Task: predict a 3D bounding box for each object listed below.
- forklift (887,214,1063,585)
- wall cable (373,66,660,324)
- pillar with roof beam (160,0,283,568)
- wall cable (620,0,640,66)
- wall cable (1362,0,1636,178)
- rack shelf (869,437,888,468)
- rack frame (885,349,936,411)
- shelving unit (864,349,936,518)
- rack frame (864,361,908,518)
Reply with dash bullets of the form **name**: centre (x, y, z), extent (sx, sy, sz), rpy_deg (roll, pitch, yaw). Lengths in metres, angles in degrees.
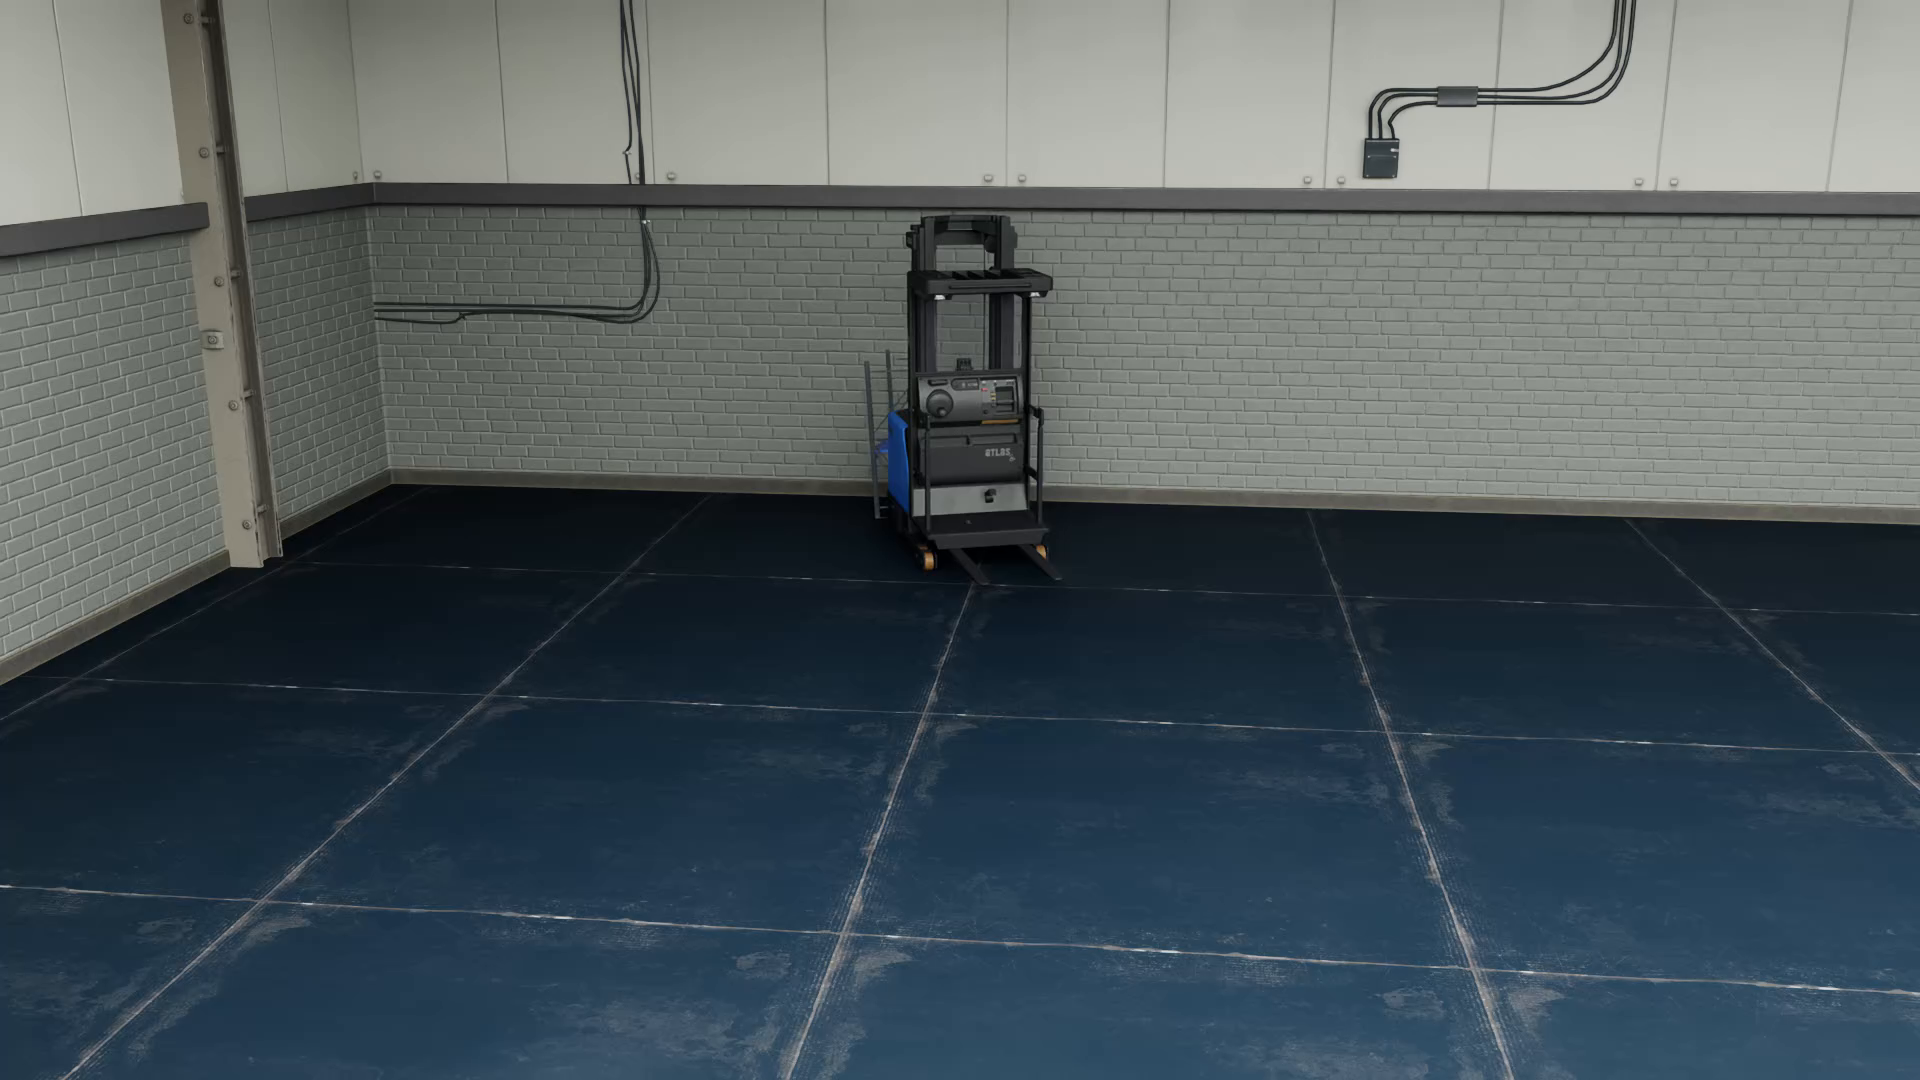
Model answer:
- **forklift**: centre (0.144, -1.256, 14.280), extent (1.130, 2.935, 3.031), rpy_deg (-4, 16, -13)
- **wall cable**: centre (-4.527, -3.387, 16.486), extent (3.097, 2.526, 0.112), rpy_deg (2, 15, 6)
- **pillar with roof beam**: centre (-1.896, -4.034, 12.930), extent (9.100, 9.000, 0.400), rpy_deg (2, 15, 6)
- **wall cable**: centre (-1.839, -5.745, 15.532), extent (3.097, 2.526, 0.112), rpy_deg (2, 15, 6)
- **wall cable**: centre (4.904, -6.244, 14.587), extent (2.305, 6.003, 0.169), rpy_deg (2, 15, 6)
- **rack shelf**: centre (-0.514, -0.882, 16.183), extent (0.538, 0.185, 1.000), rpy_deg (-1, 12, 9)
- **rack frame**: centre (-0.447, -1.169, 16.634), extent (0.500, 1.500, 0.032), rpy_deg (-1, 12, 9)
- **shelving unit**: centre (-0.525, -1.058, 16.144), extent (0.538, 1.500, 1.048), rpy_deg (-1, 12, 9)
- **rack frame**: centre (-0.603, -0.946, 15.655), extent (0.500, 1.500, 0.032), rpy_deg (-1, 12, 9)
